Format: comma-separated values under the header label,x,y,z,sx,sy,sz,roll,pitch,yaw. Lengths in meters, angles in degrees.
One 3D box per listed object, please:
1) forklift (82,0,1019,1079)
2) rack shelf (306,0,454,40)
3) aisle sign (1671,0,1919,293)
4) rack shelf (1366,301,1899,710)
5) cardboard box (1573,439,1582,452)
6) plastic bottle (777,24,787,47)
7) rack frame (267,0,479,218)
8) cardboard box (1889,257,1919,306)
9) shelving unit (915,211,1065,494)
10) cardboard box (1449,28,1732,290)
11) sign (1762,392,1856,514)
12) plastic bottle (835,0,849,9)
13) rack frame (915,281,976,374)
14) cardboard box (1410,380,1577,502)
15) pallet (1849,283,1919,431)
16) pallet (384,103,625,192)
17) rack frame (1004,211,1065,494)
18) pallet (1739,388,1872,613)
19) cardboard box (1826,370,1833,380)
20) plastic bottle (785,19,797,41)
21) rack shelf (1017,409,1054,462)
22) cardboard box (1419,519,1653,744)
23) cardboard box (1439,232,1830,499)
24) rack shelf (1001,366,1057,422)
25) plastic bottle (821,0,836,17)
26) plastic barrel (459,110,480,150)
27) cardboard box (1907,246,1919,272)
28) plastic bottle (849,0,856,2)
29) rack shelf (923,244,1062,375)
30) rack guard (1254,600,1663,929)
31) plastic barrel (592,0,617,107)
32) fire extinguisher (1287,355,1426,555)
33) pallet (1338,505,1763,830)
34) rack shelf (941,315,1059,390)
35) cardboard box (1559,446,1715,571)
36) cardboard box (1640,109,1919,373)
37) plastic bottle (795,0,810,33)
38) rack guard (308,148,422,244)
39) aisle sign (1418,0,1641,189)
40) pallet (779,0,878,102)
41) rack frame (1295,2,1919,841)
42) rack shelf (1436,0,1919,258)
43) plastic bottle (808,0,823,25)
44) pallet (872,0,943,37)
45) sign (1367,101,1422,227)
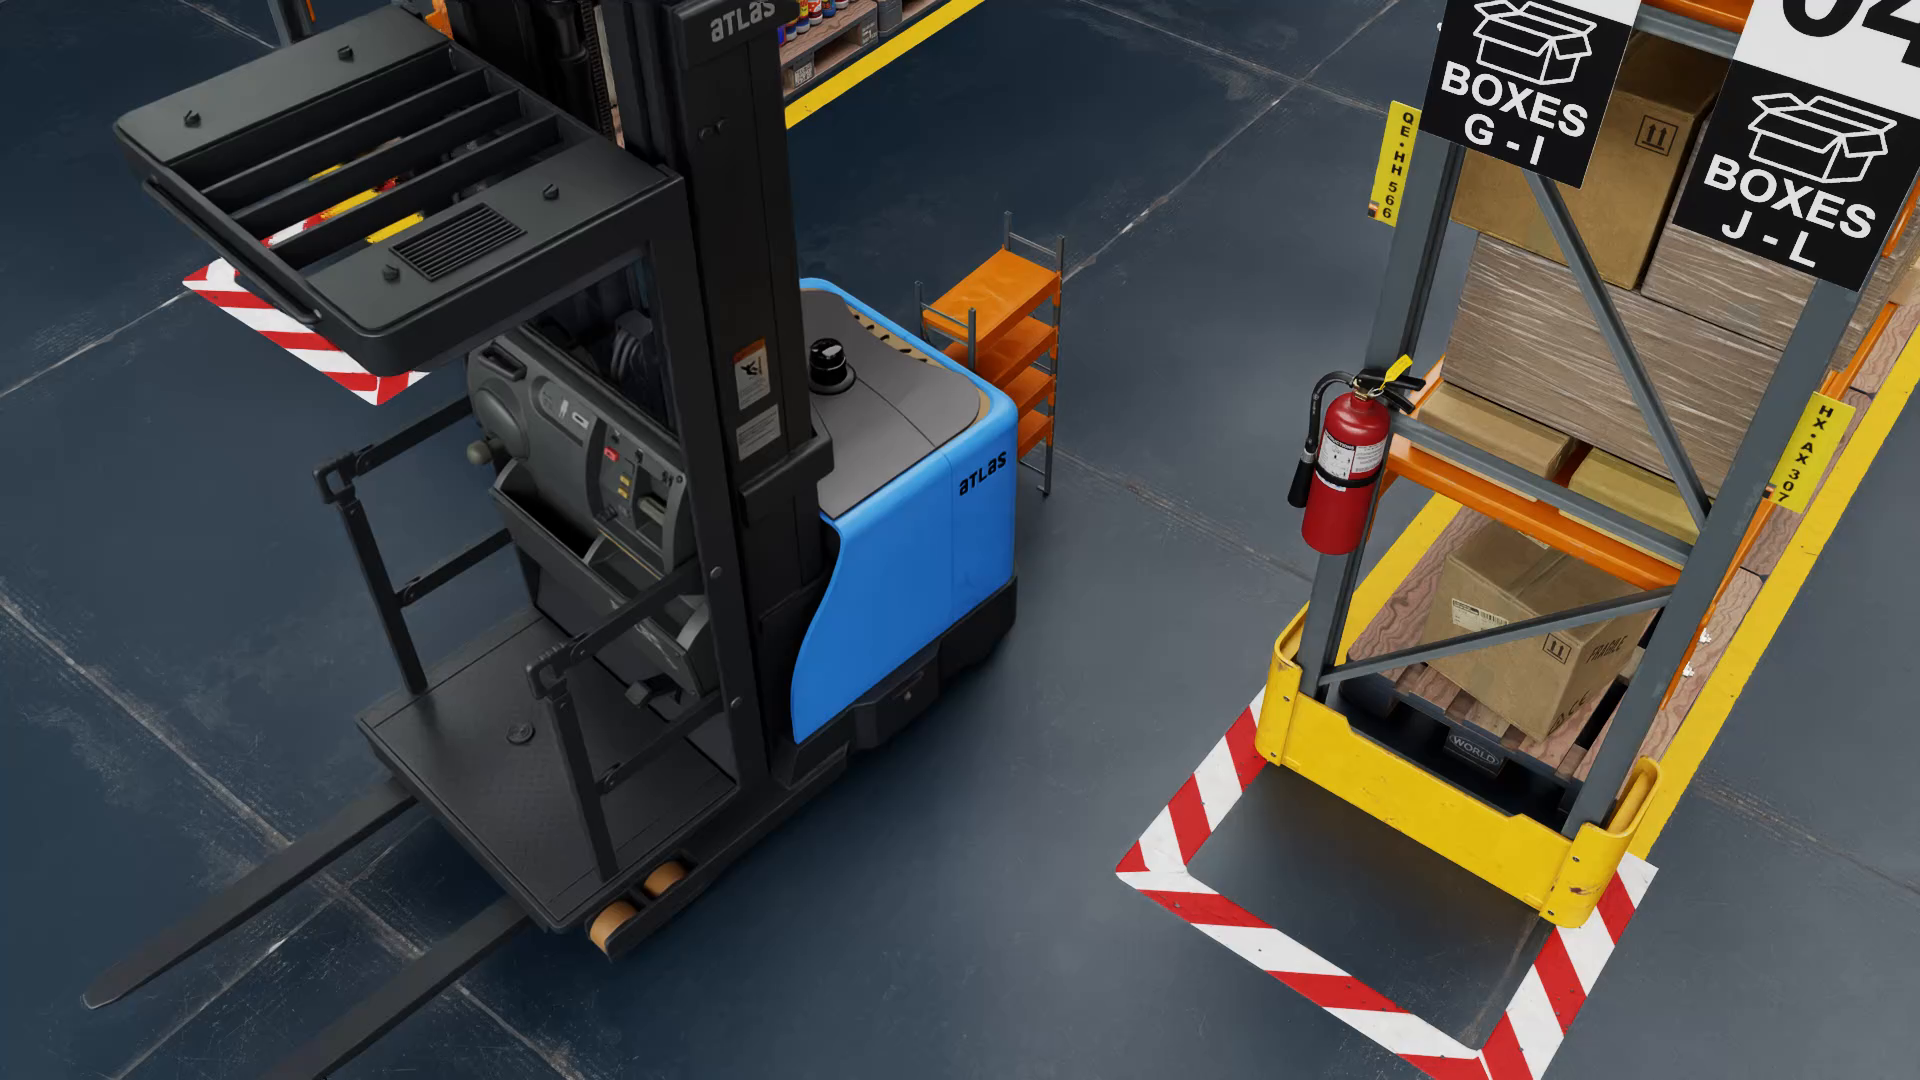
label,x,y,z,sx,sy,sz,roll,pitch,yaw
forklift,-1.191,-0.180,4.395,1.130,2.935,3.031,35,56,29
rack shelf,-1.211,-3.222,7.750,1.077,0.370,4.000,29,53,25
aisle sign,1.685,-0.866,3.205,0.394,0.787,0.004,29,53,25
rack shelf,2.708,-1.032,5.659,1.077,0.370,4.000,29,53,25
cardboard box,1.649,-0.446,4.776,0.380,0.149,0.250,29,53,25
plastic bottle,-0.926,-2.560,8.196,0.061,0.283,0.133,30,53,26
rack frame,-2.434,-2.326,6.397,1.000,3.000,0.127,29,53,25
cardboard box,2.842,-0.922,5.230,0.380,0.149,0.250,29,53,25
shelving unit,0.101,-0.509,5.907,0.258,1.200,0.503,29,53,25
cardboard box,1.626,-1.043,4.205,0.500,0.500,0.500,29,53,25
sign,1.915,-0.195,3.763,0.100,0.325,0.005,29,53,25
plastic bottle,-0.622,-2.838,8.518,0.097,0.201,0.097,0,46,0
rack frame,-0.048,-0.370,5.773,0.240,1.200,0.015,29,53,25
cardboard box,1.496,-0.303,4.639,0.380,0.149,0.250,29,53,25
pallet,3.548,-1.062,7.118,1.003,0.211,1.213,29,53,25
pallet,-1.924,-1.889,7.909,1.003,0.211,1.213,29,53,25
rack frame,0.250,-0.649,6.040,0.240,1.200,0.015,29,53,25
pallet,2.803,-0.360,6.448,1.003,0.211,1.213,29,53,25
cardboard box,2.476,-0.670,4.989,0.380,0.149,0.250,29,53,25
plastic bottle,-0.870,-2.631,8.271,0.097,0.271,0.097,0,46,0
rack shelf,0.101,-0.326,6.099,0.258,0.148,0.480,29,53,25
cardboard box,1.880,0.233,5.392,0.500,0.500,0.500,-33,54,-27
cardboard box,1.843,-0.576,4.451,0.875,0.500,0.500,29,53,25
rack shelf,0.101,-0.463,5.955,0.258,0.148,0.480,29,53,25
plastic bottle,-0.685,-2.804,8.437,0.097,0.271,0.097,0,46,0
plastic barrel,-2.092,-2.022,7.537,0.421,0.512,0.421,0,46,0
cardboard box,2.348,-1.096,4.256,0.500,0.500,0.500,29,53,25
plastic bottle,-0.572,-2.944,8.567,0.152,0.276,0.135,30,53,26
rack shelf,0.101,-0.781,5.622,0.258,0.148,0.480,29,53,25
rack guard,1.532,0.684,5.251,1.175,0.500,0.348,29,53,25
plastic barrel,-1.786,-2.308,7.811,0.421,0.512,0.421,0,46,0
fire extinguisher,1.050,-0.247,4.465,0.296,0.674,0.183,29,53,25
pallet,2.056,0.335,5.784,1.003,0.211,1.213,29,53,25
rack shelf,0.101,-0.617,5.794,0.258,0.148,0.480,29,53,25
cardboard box,1.848,-0.107,4.451,0.380,0.149,0.250,29,53,25
cardboard box,2.037,-0.813,3.986,0.500,0.500,0.500,29,53,25
plastic bottle,-0.808,-2.688,8.326,0.097,0.271,0.097,0,46,0
rack guard,-2.425,-1.526,7.362,1.175,0.500,0.348,29,53,25
aisle sign,1.210,-1.131,3.458,0.394,0.787,0.004,29,53,25
pallet,-1.178,-2.584,8.573,1.003,0.211,1.213,29,53,25
rack frame,1.485,-0.136,4.305,1.000,3.000,0.127,29,53,25
rack shelf,2.708,-2.068,4.574,1.077,0.370,4.000,29,53,25
plastic bottle,-0.748,-2.721,8.406,0.097,0.201,0.097,0,46,0
pallet,-0.432,-3.285,9.242,1.003,0.211,1.213,29,53,25
sign,1.058,-0.902,4.018,0.100,0.325,0.005,29,53,25
